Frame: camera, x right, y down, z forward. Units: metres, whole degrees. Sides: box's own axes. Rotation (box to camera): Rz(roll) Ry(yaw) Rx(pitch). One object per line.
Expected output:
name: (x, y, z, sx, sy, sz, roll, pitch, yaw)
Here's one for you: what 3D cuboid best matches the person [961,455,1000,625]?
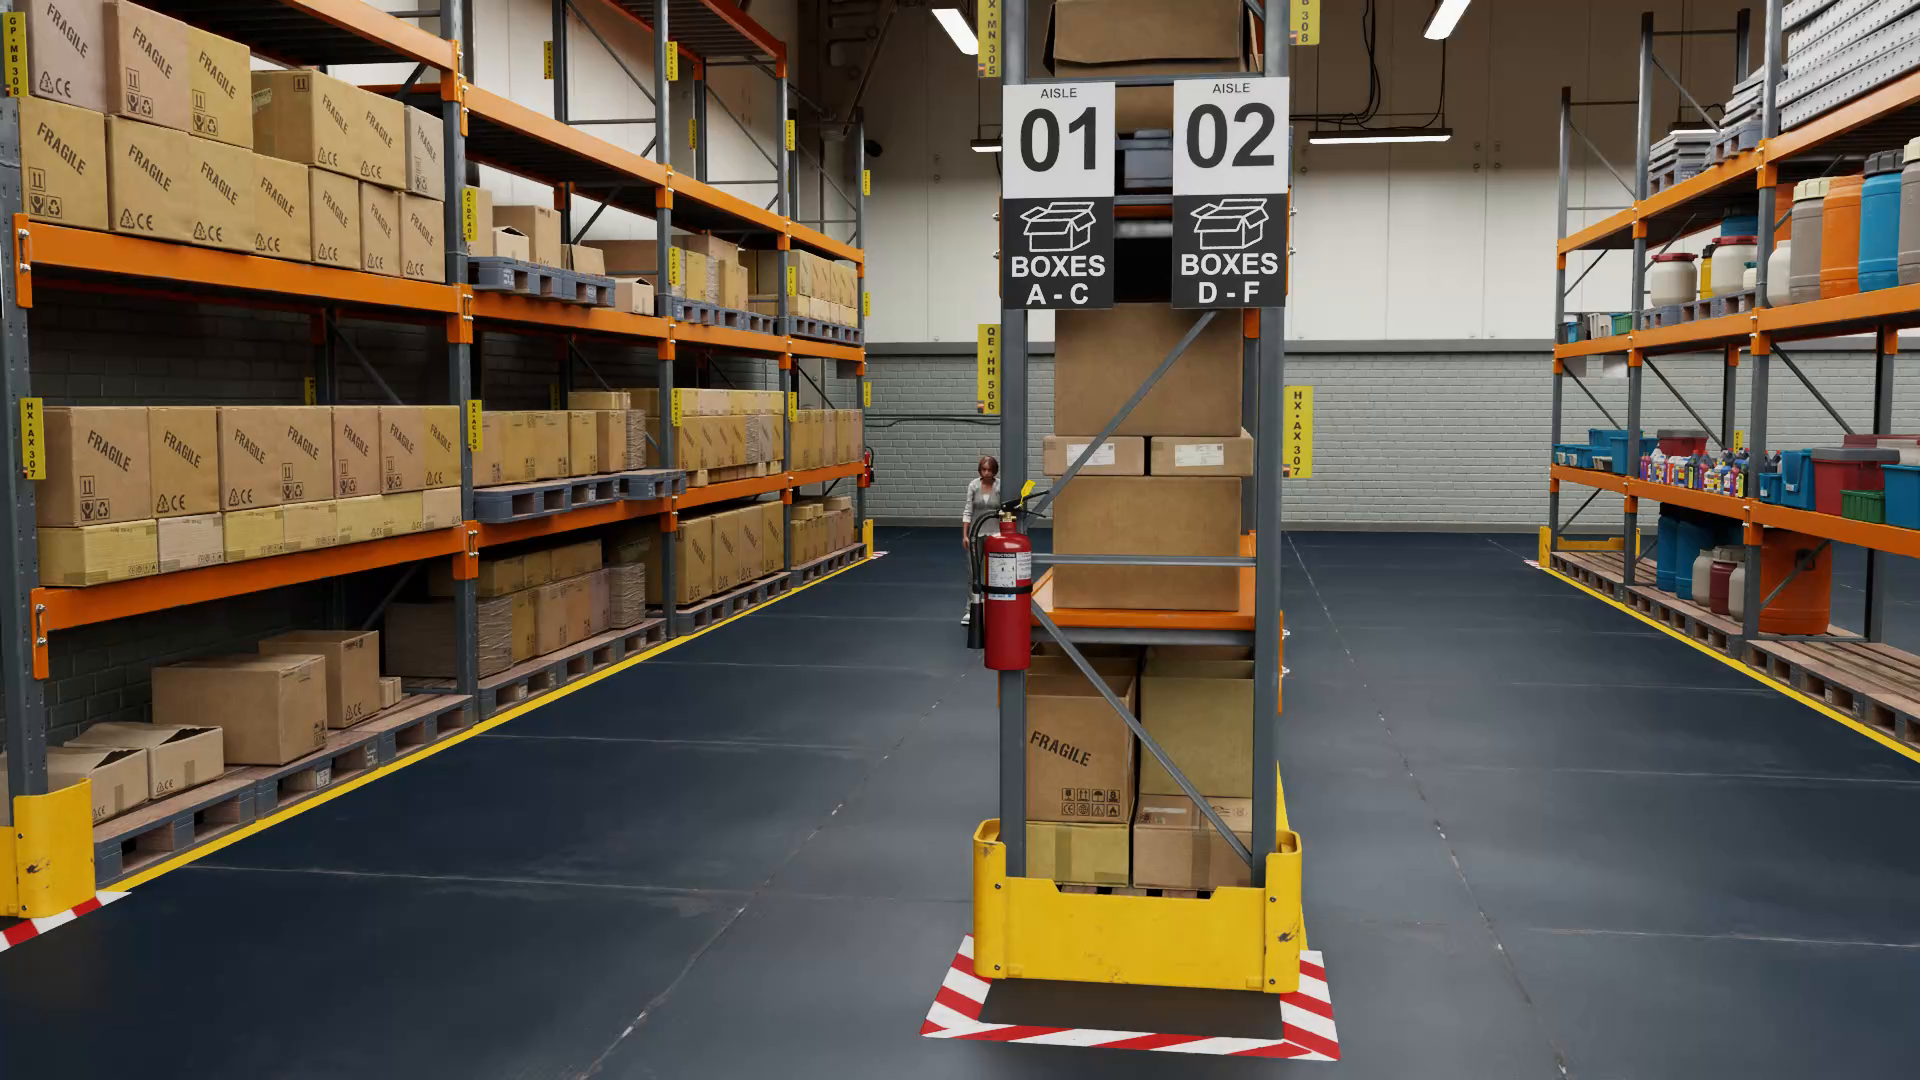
person: (0.251, 0.000, 15.643, 0.460, 1.591, 0.345, 1, 5, 7)
